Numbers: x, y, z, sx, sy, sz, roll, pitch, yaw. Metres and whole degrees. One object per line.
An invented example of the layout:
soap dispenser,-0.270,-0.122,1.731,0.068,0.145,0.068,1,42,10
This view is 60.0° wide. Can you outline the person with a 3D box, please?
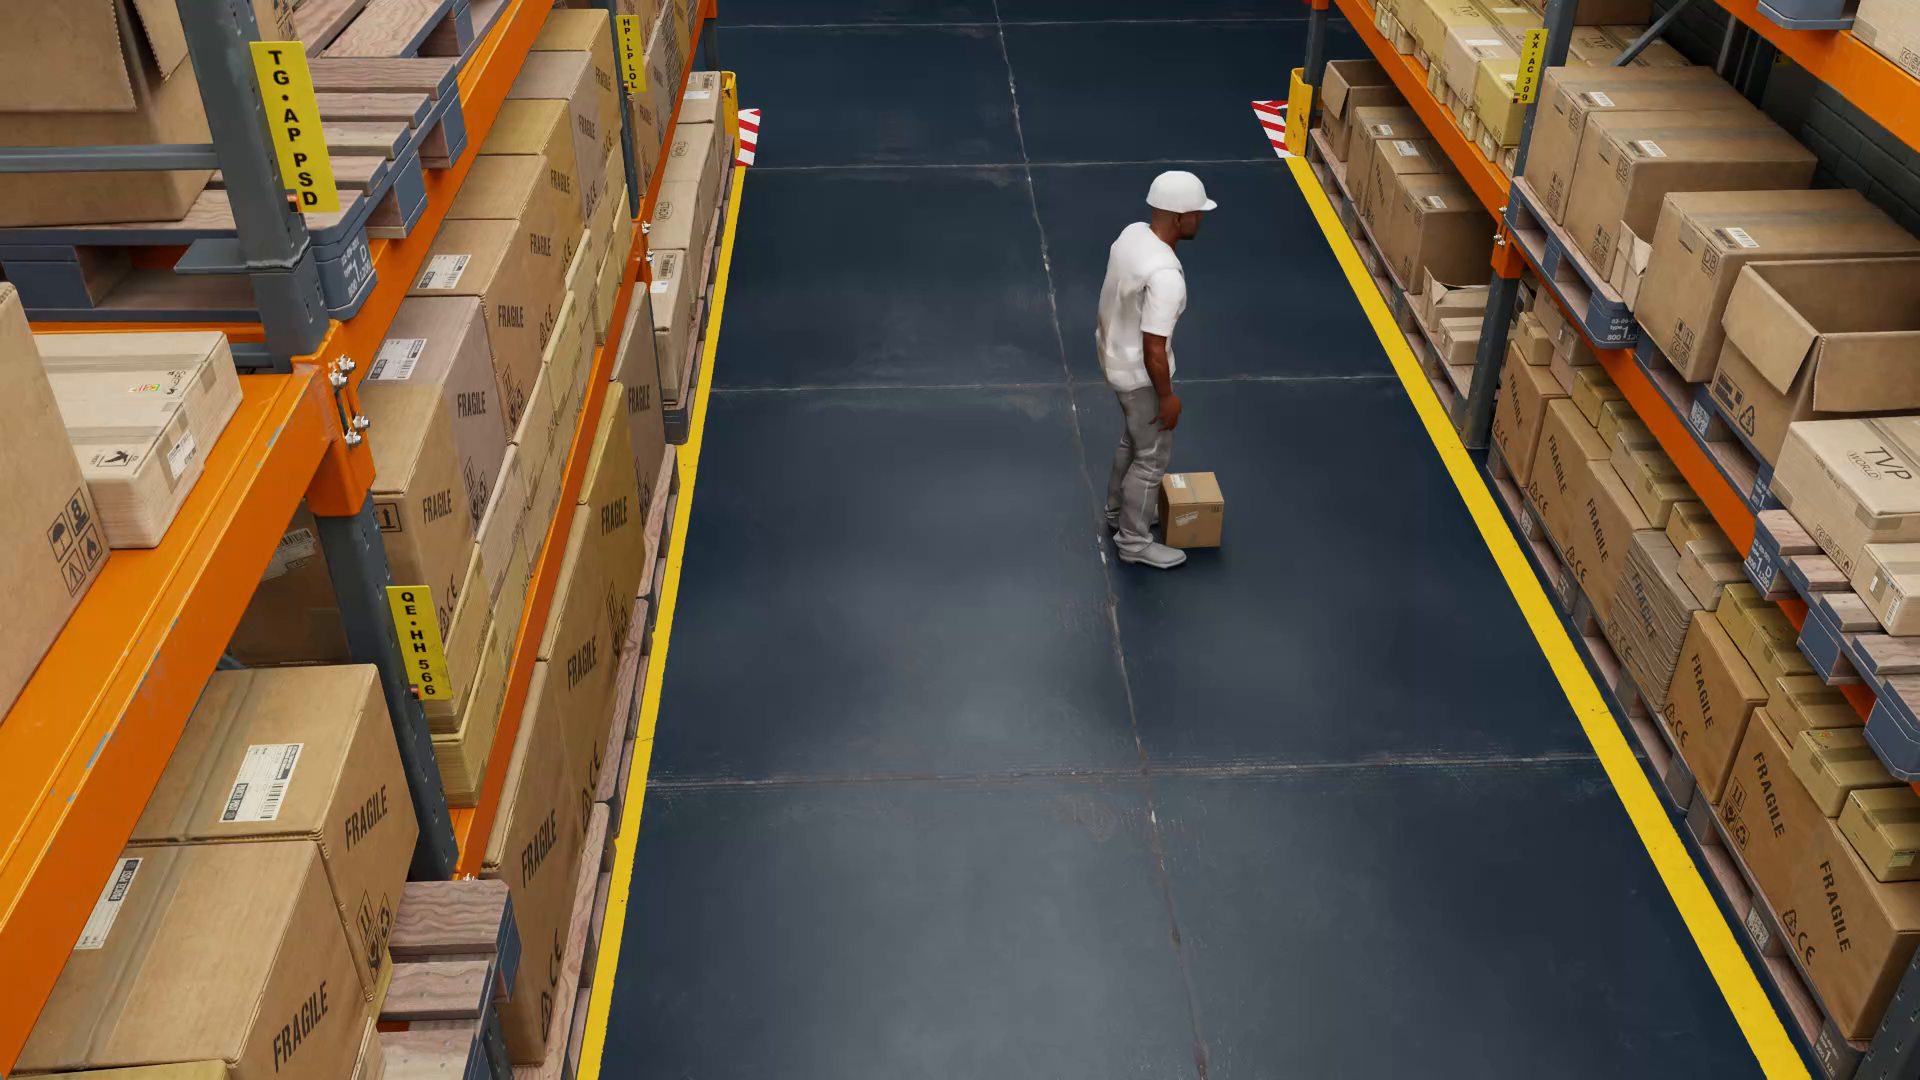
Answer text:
person,0.824,-0.747,7.196,0.462,1.759,0.633,-4,35,-5
